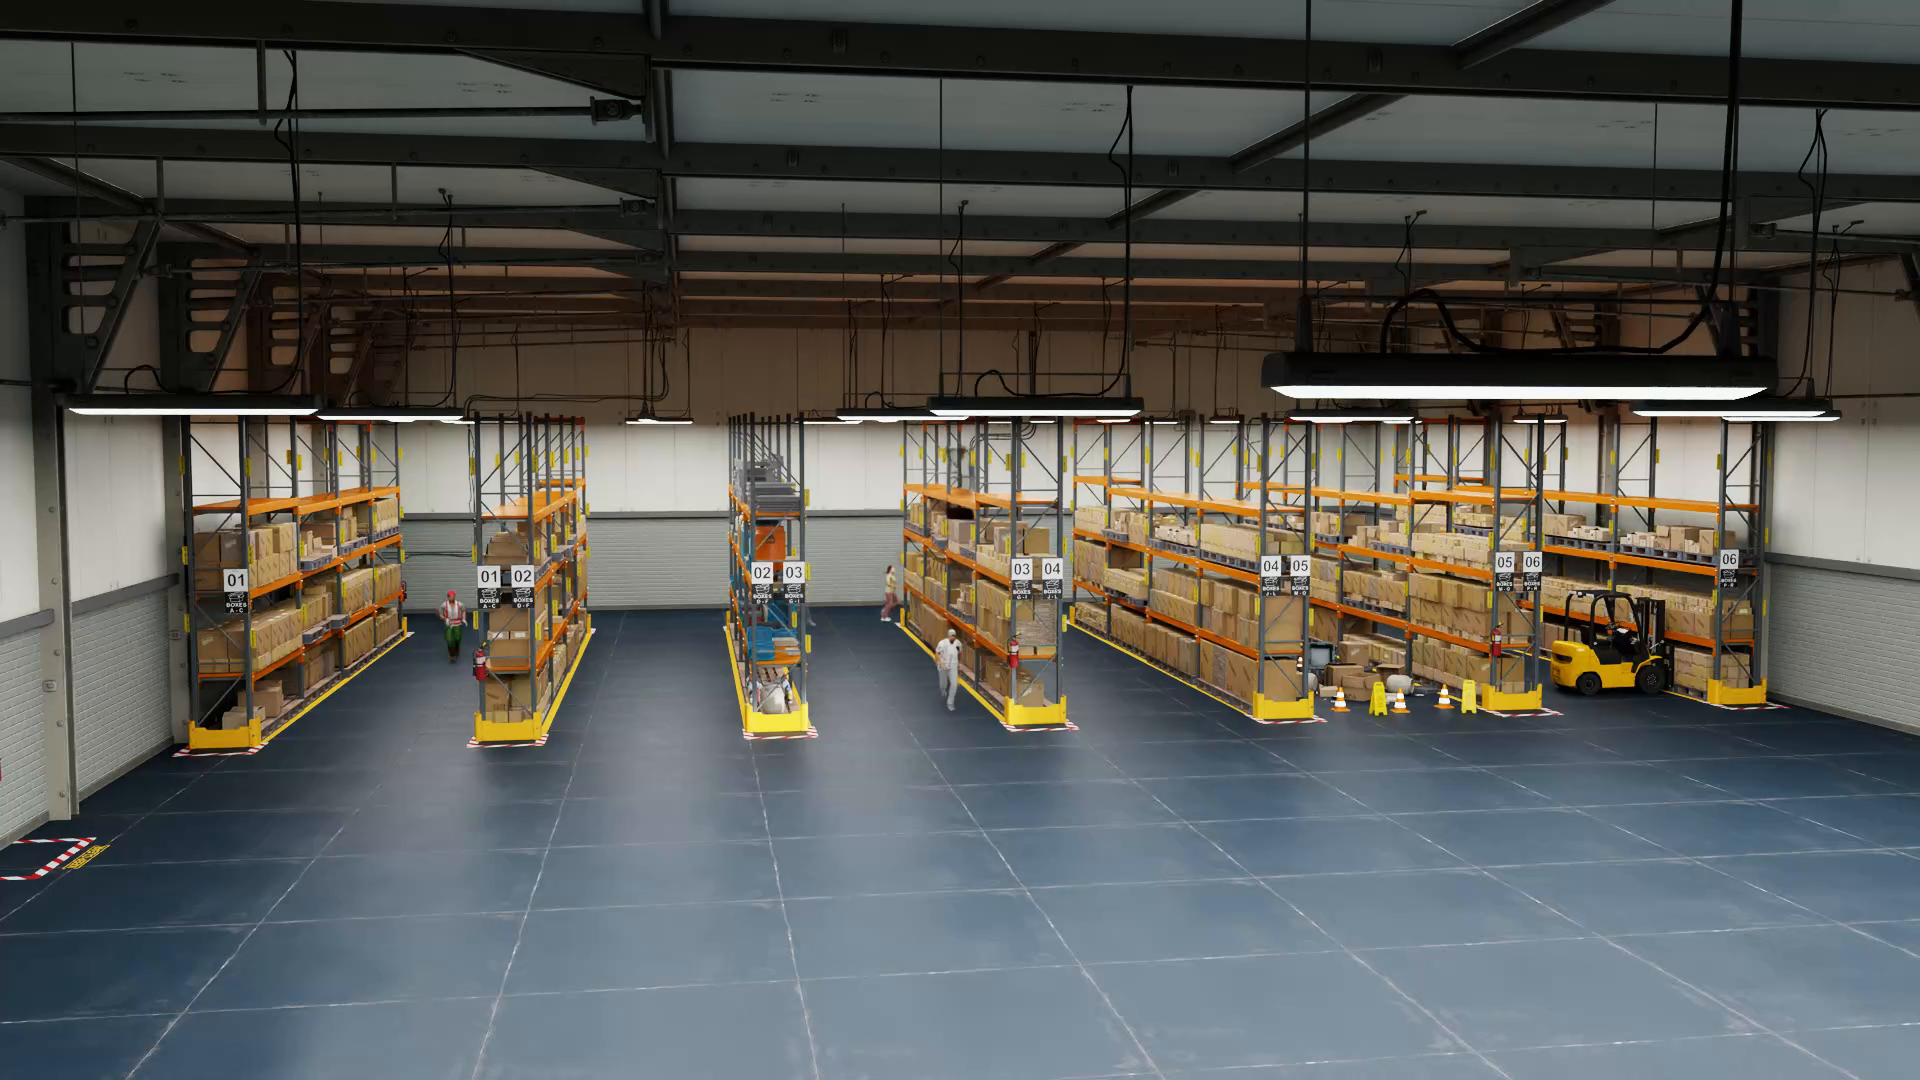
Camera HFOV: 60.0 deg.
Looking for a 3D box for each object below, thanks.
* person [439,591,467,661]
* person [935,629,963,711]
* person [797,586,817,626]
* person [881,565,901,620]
[{"bbox_3d":[-12.337,2.094,40.507,0.661,1.734,0.642,-2,4,-22],"label":"person"},{"bbox_3d":[-0.228,2.627,33.976,0.606,1.663,0.919,-1,4,-10],"label":"person"},{"bbox_3d":[-4.613,1.673,47.818,0.802,1.605,0.652,3,5,39],"label":"person"},{"bbox_3d":[-2.023,1.564,49.151,0.616,1.631,0.609,1,4,16],"label":"person"}]
